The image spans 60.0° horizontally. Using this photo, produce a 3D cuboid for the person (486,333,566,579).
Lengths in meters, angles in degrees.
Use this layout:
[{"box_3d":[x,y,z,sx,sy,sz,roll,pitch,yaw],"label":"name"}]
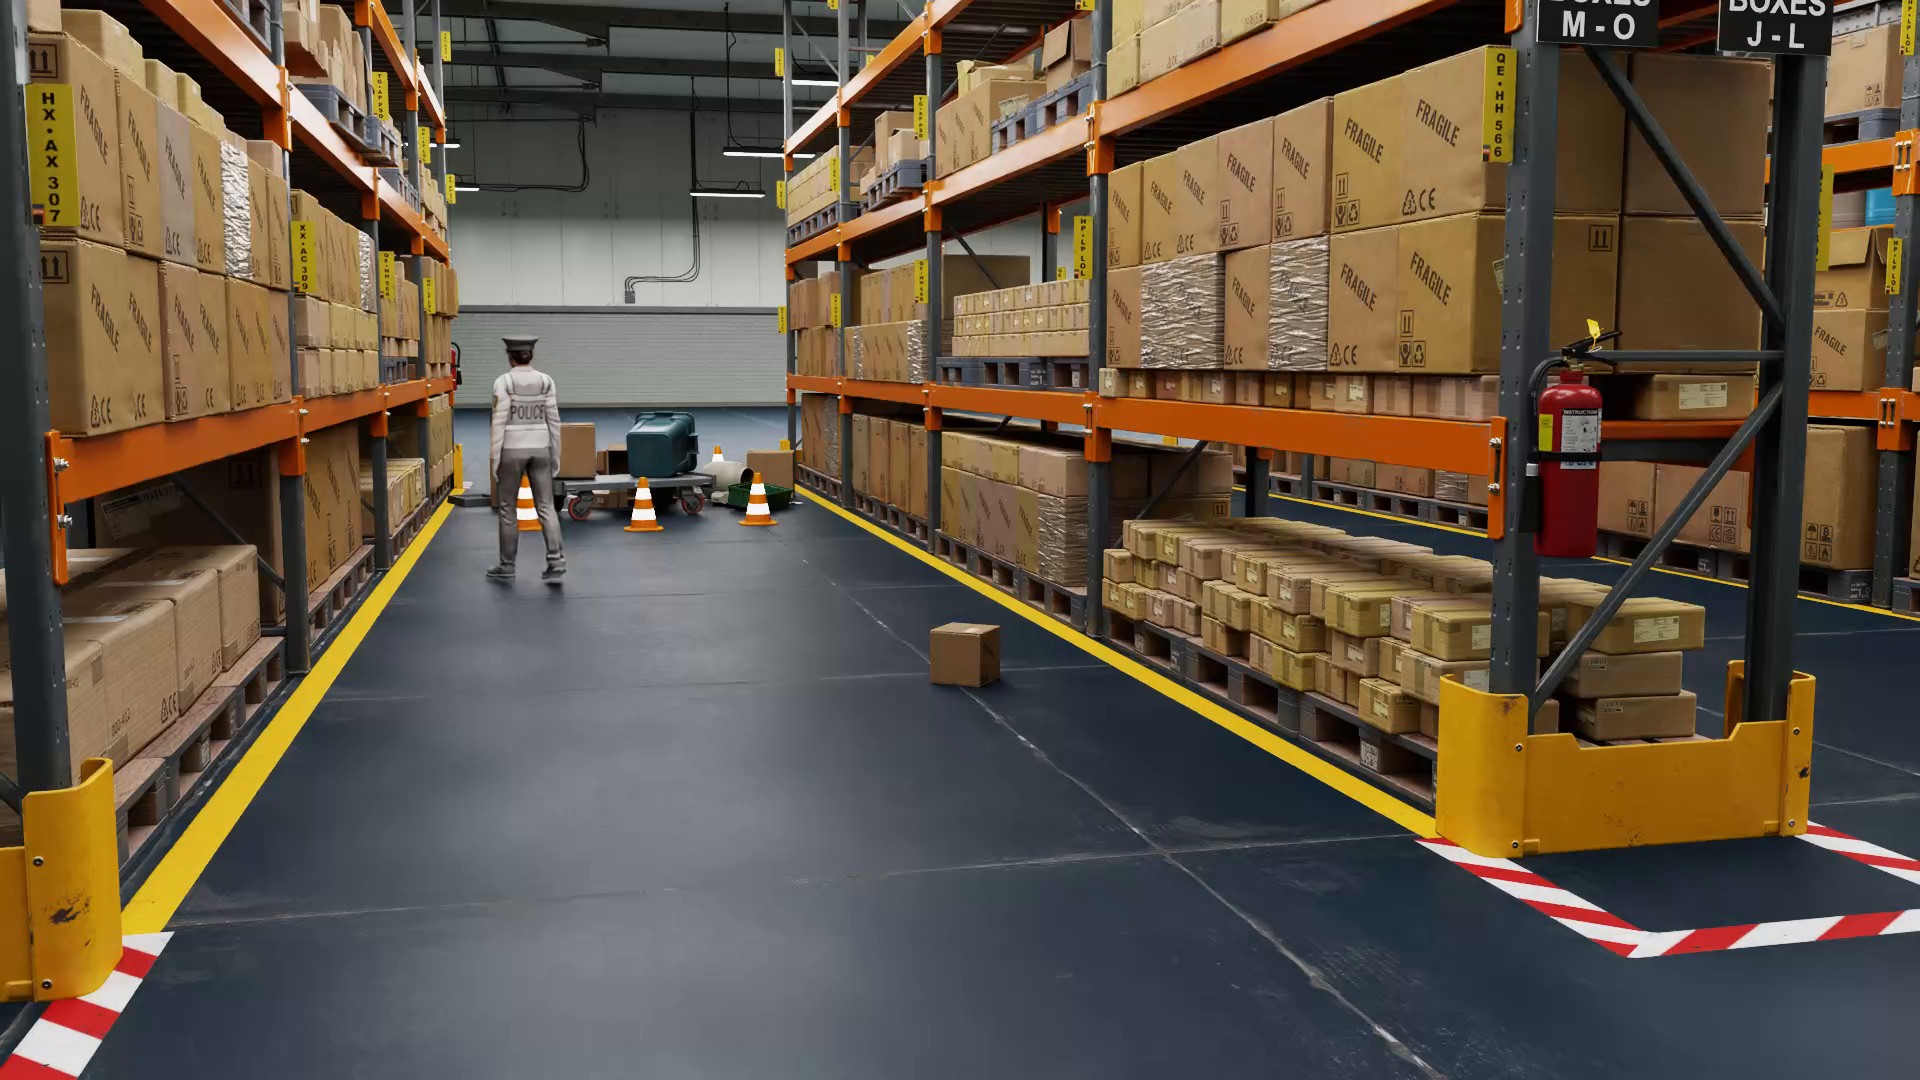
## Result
[{"box_3d":[-2.940,-0.563,11.228,0.512,1.662,0.664,-5,8,-36],"label":"person"}]
